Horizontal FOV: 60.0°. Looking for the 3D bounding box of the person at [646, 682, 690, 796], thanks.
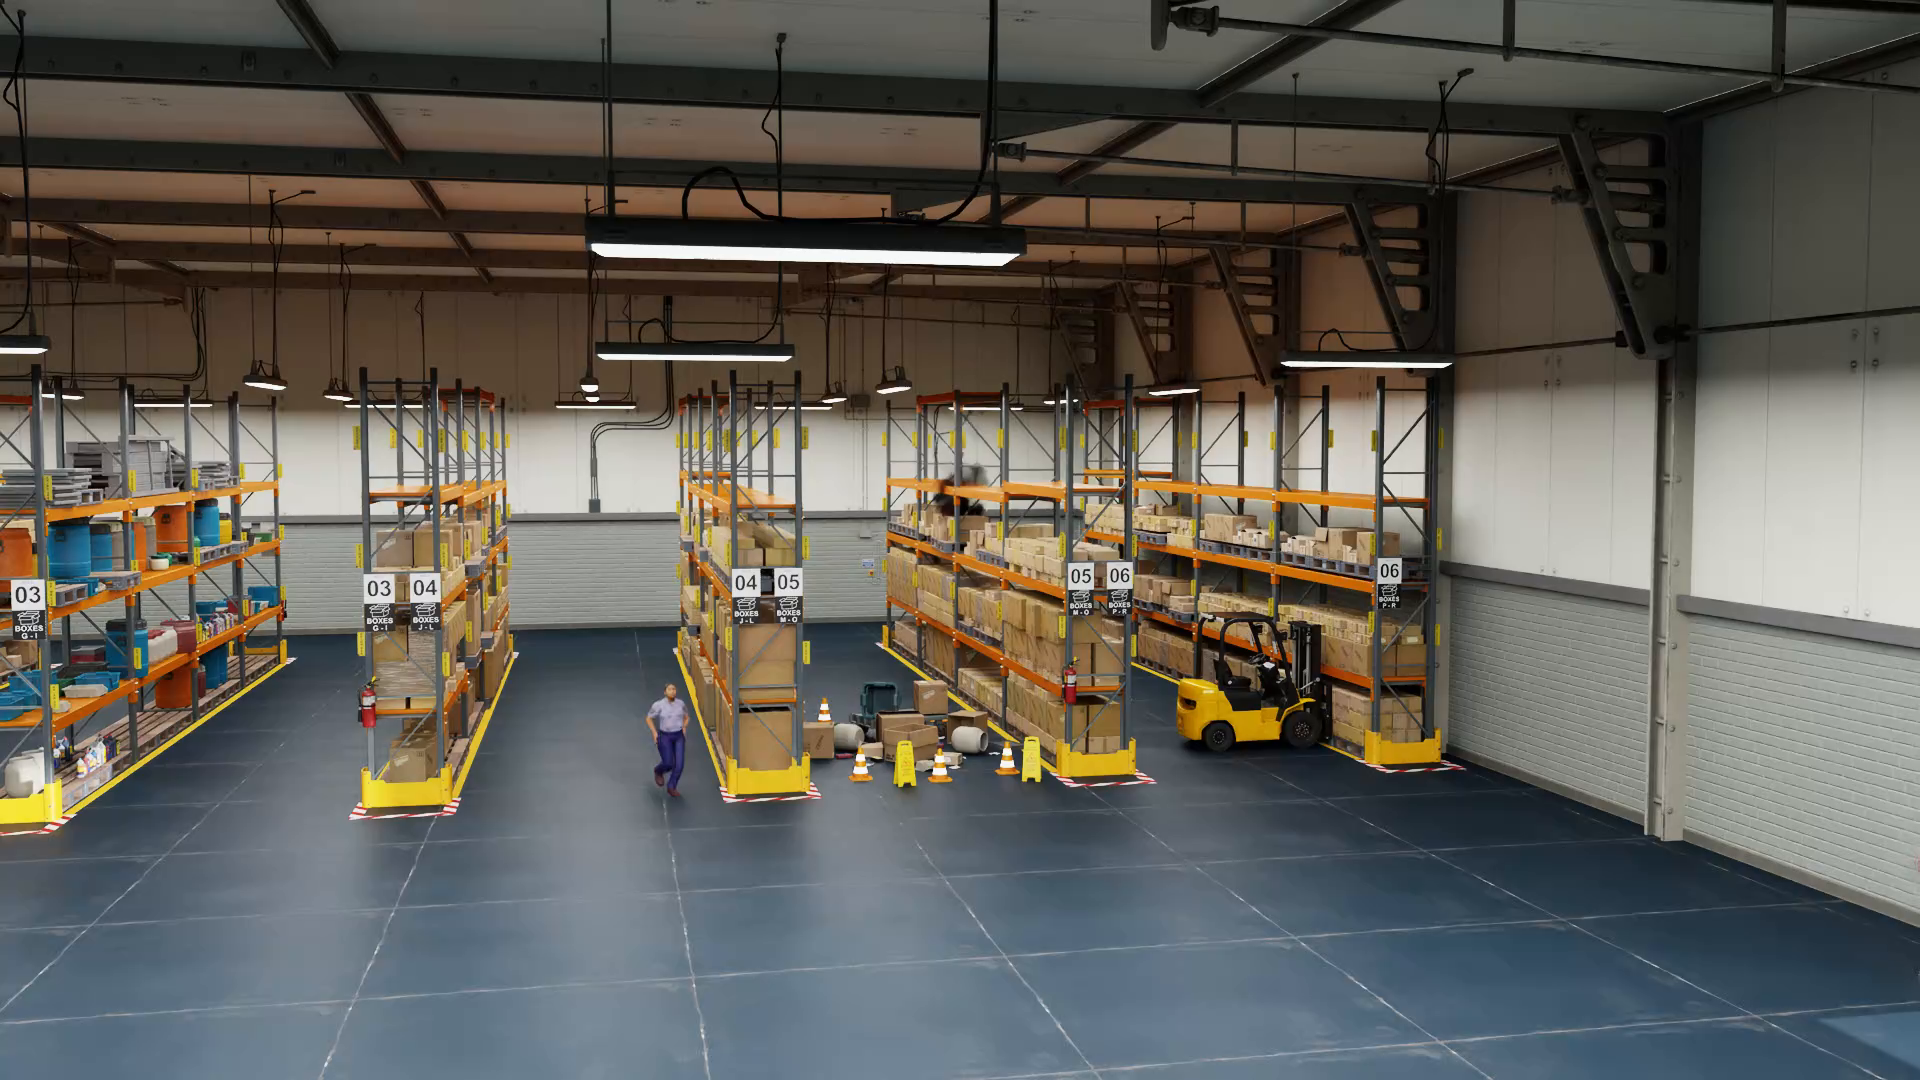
[{"bbox_3d":[-4.087,2.812,23.465,0.595,1.602,0.549,-2,4,-30],"label":"person"}]
